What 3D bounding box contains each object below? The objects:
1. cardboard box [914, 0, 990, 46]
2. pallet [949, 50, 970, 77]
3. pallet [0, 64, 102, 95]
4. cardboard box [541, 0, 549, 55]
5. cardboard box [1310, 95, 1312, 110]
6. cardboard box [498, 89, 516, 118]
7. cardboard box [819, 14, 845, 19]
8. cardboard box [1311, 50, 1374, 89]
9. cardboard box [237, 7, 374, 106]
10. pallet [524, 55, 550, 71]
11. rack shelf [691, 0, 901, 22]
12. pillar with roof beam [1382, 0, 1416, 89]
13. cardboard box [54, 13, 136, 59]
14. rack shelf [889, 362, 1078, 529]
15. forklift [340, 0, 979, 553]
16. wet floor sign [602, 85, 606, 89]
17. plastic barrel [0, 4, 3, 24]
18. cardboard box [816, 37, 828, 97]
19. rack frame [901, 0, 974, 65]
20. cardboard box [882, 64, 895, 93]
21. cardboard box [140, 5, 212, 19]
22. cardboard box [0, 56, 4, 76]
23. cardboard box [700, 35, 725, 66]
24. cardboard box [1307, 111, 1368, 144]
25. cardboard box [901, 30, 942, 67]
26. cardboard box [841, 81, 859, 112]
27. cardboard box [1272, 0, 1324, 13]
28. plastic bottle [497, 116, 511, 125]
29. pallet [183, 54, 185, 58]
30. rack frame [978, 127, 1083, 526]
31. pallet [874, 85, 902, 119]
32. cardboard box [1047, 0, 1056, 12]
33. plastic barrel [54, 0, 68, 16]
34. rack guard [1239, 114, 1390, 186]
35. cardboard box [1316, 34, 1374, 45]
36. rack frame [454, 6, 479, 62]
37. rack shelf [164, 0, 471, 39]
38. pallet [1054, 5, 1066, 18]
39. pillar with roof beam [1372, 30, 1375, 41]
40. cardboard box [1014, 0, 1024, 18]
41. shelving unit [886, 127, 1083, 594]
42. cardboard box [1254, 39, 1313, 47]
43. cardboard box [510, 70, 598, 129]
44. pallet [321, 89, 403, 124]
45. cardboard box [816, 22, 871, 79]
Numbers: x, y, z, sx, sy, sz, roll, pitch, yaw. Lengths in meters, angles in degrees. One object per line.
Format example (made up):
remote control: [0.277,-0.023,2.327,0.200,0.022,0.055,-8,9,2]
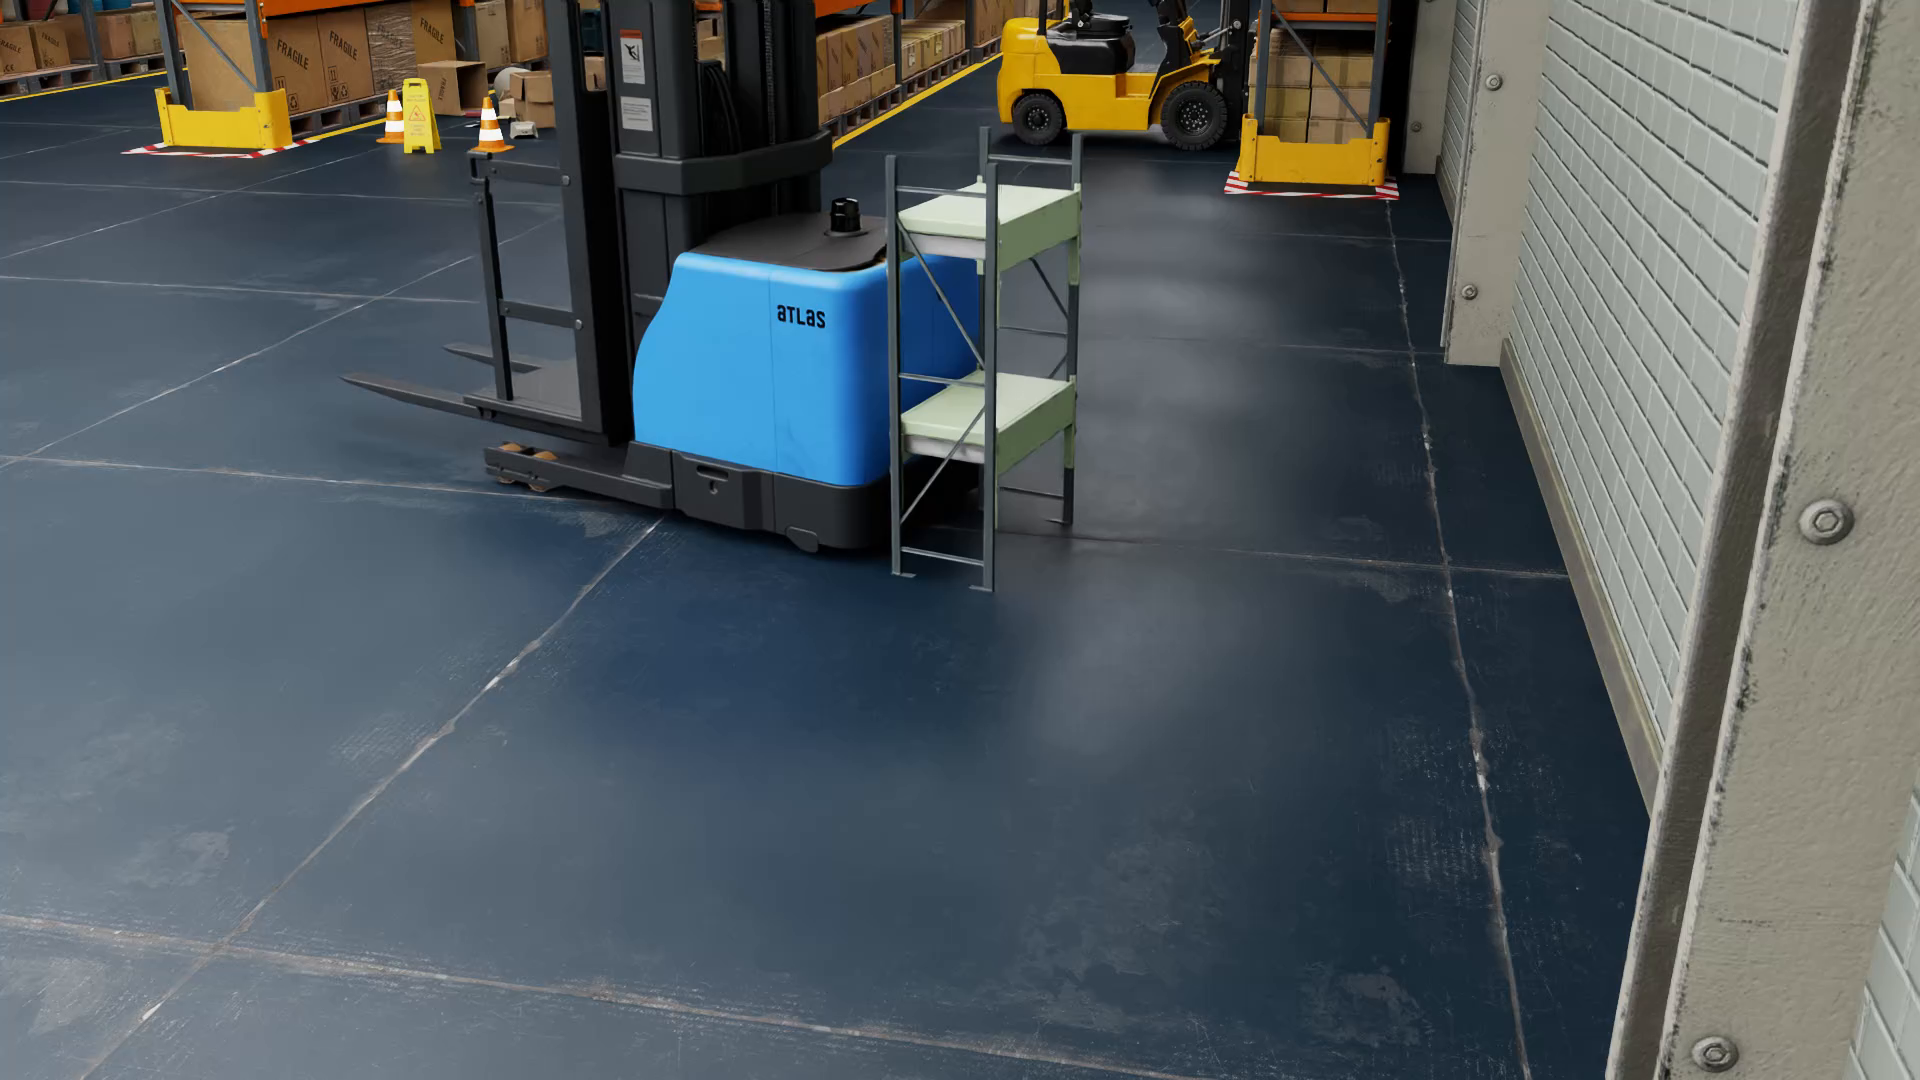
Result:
cardboard box: [-0.099,-7.134,22.334,0.875,0.875,0.875,4,22,10]
pallet: [-0.482,-6.099,21.215,1.003,0.211,1.213,4,22,11]
pallet: [-10.942,-5.429,19.551,1.003,0.211,1.213,4,22,11]
cardboard box: [-5.575,-6.634,21.260,1.050,0.750,0.750,5,22,12]
cardboard box: [3.297,-3.867,14.390,0.500,0.250,0.500,4,22,10]
cardboard box: [-4.552,-4.519,17.218,0.396,0.266,0.258,8,23,20]
cardboard box: [-1.522,-5.288,17.582,0.500,0.500,0.500,6,23,13]
cardboard box: [3.190,-3.920,13.852,0.500,0.250,0.500,4,22,10]
cardboard box: [-6.569,-4.877,16.730,0.875,0.875,0.875,4,22,10]
pallet: [-5.674,-5.998,20.964,1.003,0.211,1.213,4,22,11]
rack shelf: [-1.546,-5.150,16.090,1.077,0.370,4.000,4,22,11]
pillar with roof beam: [0.941,-9.867,18.807,9.100,9.000,0.400,4,22,11]
cardboard box: [-10.693,-6.238,20.585,0.700,0.500,0.500,3,22,7]
rack shelf: [0.098,-0.362,6.118,0.431,0.370,0.720,10,24,24]
forklift: [-1.379,-1.708,6.671,3.031,2.935,1.130,13,25,29]
wet floor sign: [-3.040,-3.673,14.609,0.267,0.644,0.232,13,25,29]
plastic barrel: [-14.788,-8.180,24.991,0.600,0.830,0.708,4,22,11]
cardboard box: [-1.514,-4.302,15.136,0.500,0.500,0.500,4,22,9]
rack frame: [-0.321,-7.678,21.404,1.000,3.000,0.127,4,22,11]
cardboard box: [-0.995,-4.898,17.619,0.500,0.250,0.500,5,23,13]
cardboard box: [-10.350,-6.820,22.030,0.700,0.500,0.500,6,23,15]
cardboard box: [-11.119,-5.420,18.580,0.500,0.500,0.500,2,22,6]
cardboard box: [-2.046,-4.333,15.211,0.500,0.500,0.500,5,22,11]
cardboard box: [3.198,-3.460,14.047,0.500,0.250,0.500,5,22,11]
cardboard box: [-0.749,-5.901,19.946,0.950,0.372,0.625,5,23,13]
cardboard box: [-1.308,-4.333,16.214,0.500,0.250,0.500,6,23,15]
cardboard box: [2.750,-4.622,13.681,0.500,0.500,0.500,4,22,10]
plastic bottle: [-4.624,-4.259,16.846,0.133,0.061,0.283,-3,22,-8]
pallet: [-10.184,-6.855,23.091,1.003,0.211,1.213,4,22,11]
rack frame: [0.257,-0.788,6.302,0.400,1.500,0.023,10,24,24]
pallet: [-1.240,-4.674,17.676,1.003,0.211,1.213,4,22,11]
cardboard box: [1.096,-9.026,27.618,0.875,0.438,0.875,5,22,12]
plastic barrel: [-14.530,-8.659,26.606,0.421,0.512,0.421,0,22,0]
rack guard: [2.901,-3.207,13.648,1.175,0.500,0.348,4,22,11]
cardboard box: [3.512,-4.472,15.222,0.500,0.250,0.500,4,22,10]
rack frame: [-6.004,-6.556,18.617,1.000,3.000,0.127,4,22,11]
rack shelf: [-6.412,-5.491,16.935,1.077,0.370,4.000,4,22,11]
pallet: [1.224,-9.012,28.448,1.003,0.211,1.213,4,22,11]
pillar with roof beam: [2.165,-12.061,24.256,9.100,9.000,0.400,4,22,11]
cardboard box: [0.447,-8.118,24.776,0.875,0.875,0.875,5,23,13]
shelving unit: [0.098,-0.665,5.996,0.431,1.500,0.755,10,24,24]
cardboard box: [2.887,-4.323,14.853,0.500,0.250,0.500,5,22,12]
cardboard box: [-4.074,-4.430,16.680,0.797,0.503,0.637,-11,25,-26]
pallet: [-6.483,-4.543,17.351,1.003,0.211,1.213,4,22,11]
cardboard box: [-1.201,-4.873,16.553,0.500,0.500,0.500,6,23,14]
